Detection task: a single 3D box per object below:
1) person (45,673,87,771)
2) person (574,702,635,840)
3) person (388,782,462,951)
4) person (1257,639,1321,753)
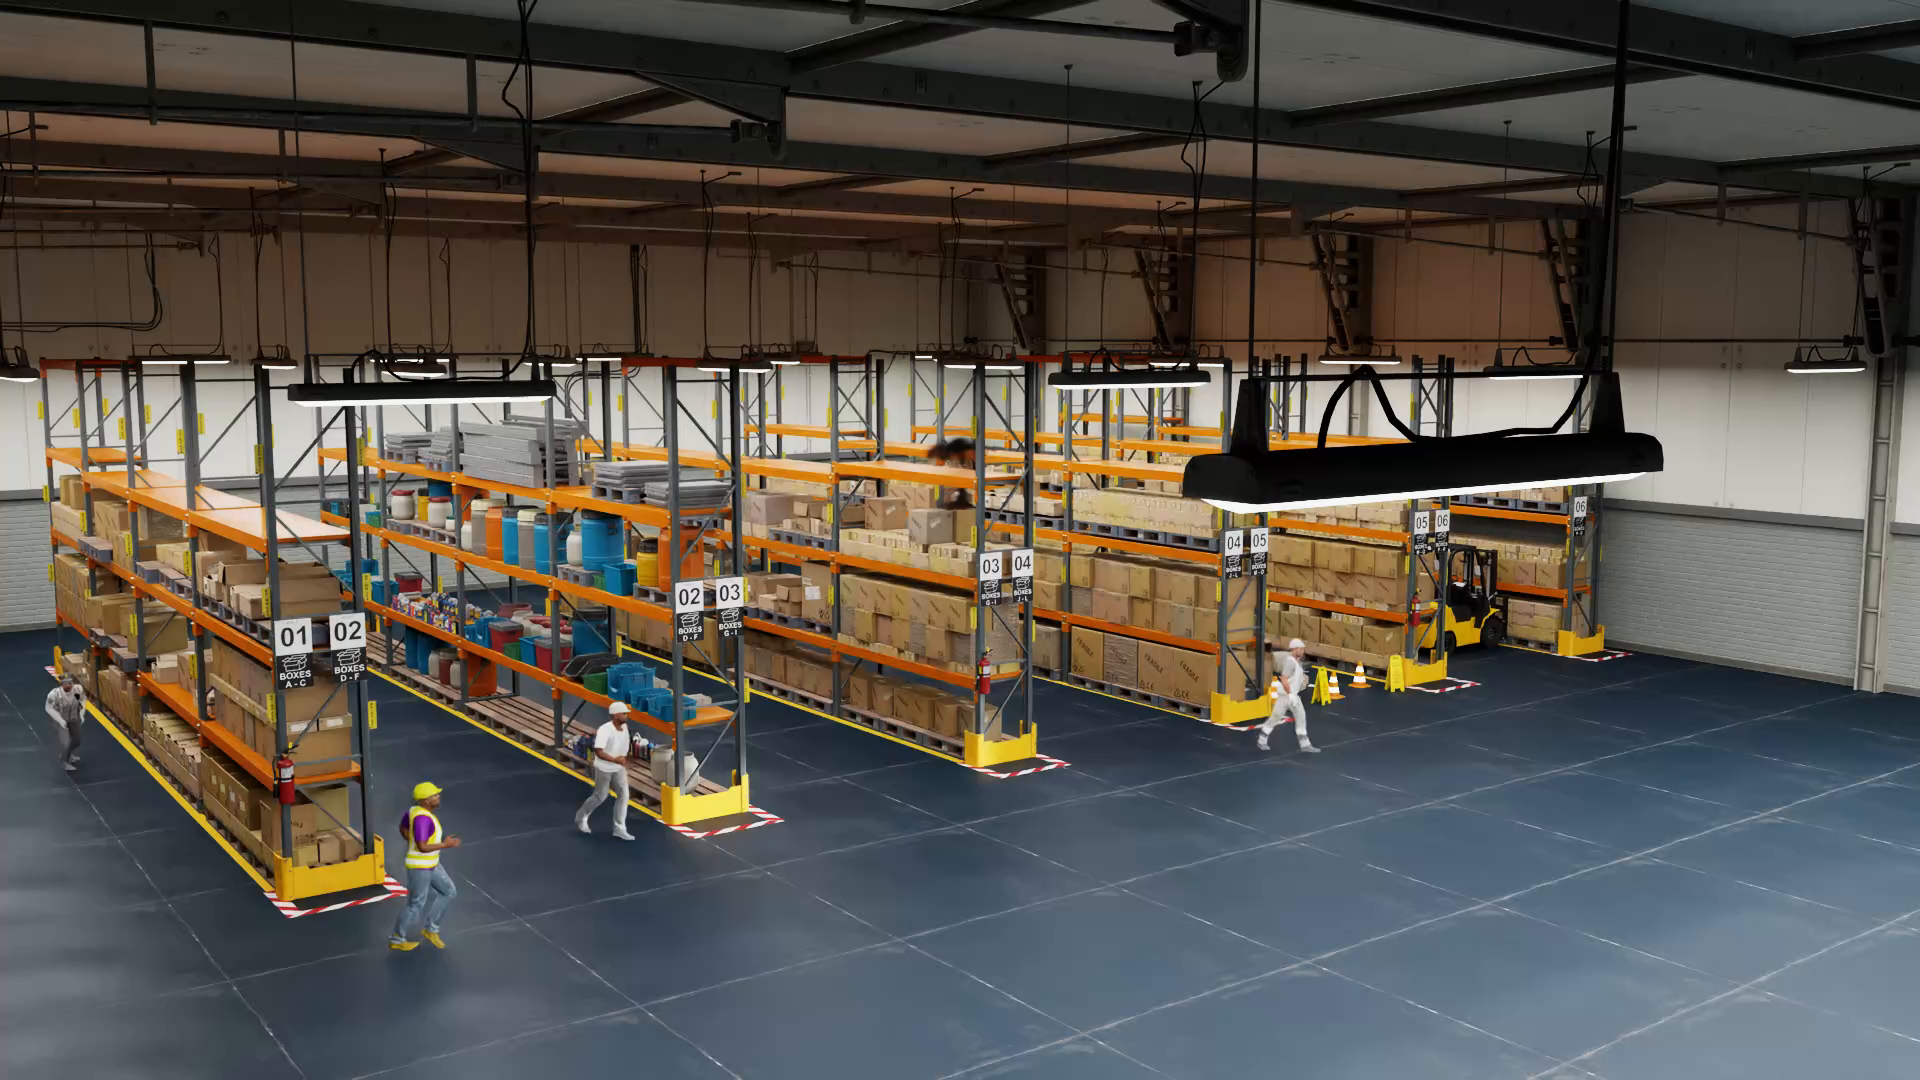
[{"bbox_3d":[-13.170,2.649,24.484,0.853,1.514,0.604,5,8,36],"label":"person"},{"bbox_3d":[-4.502,2.924,21.258,0.902,1.755,0.693,4,8,30],"label":"person"},{"bbox_3d":[-5.550,3.402,17.297,0.773,1.787,0.641,-1,7,-7],"label":"person"},{"bbox_3d":[5.048,2.373,25.435,0.958,1.737,0.702,3,8,24],"label":"person"}]
